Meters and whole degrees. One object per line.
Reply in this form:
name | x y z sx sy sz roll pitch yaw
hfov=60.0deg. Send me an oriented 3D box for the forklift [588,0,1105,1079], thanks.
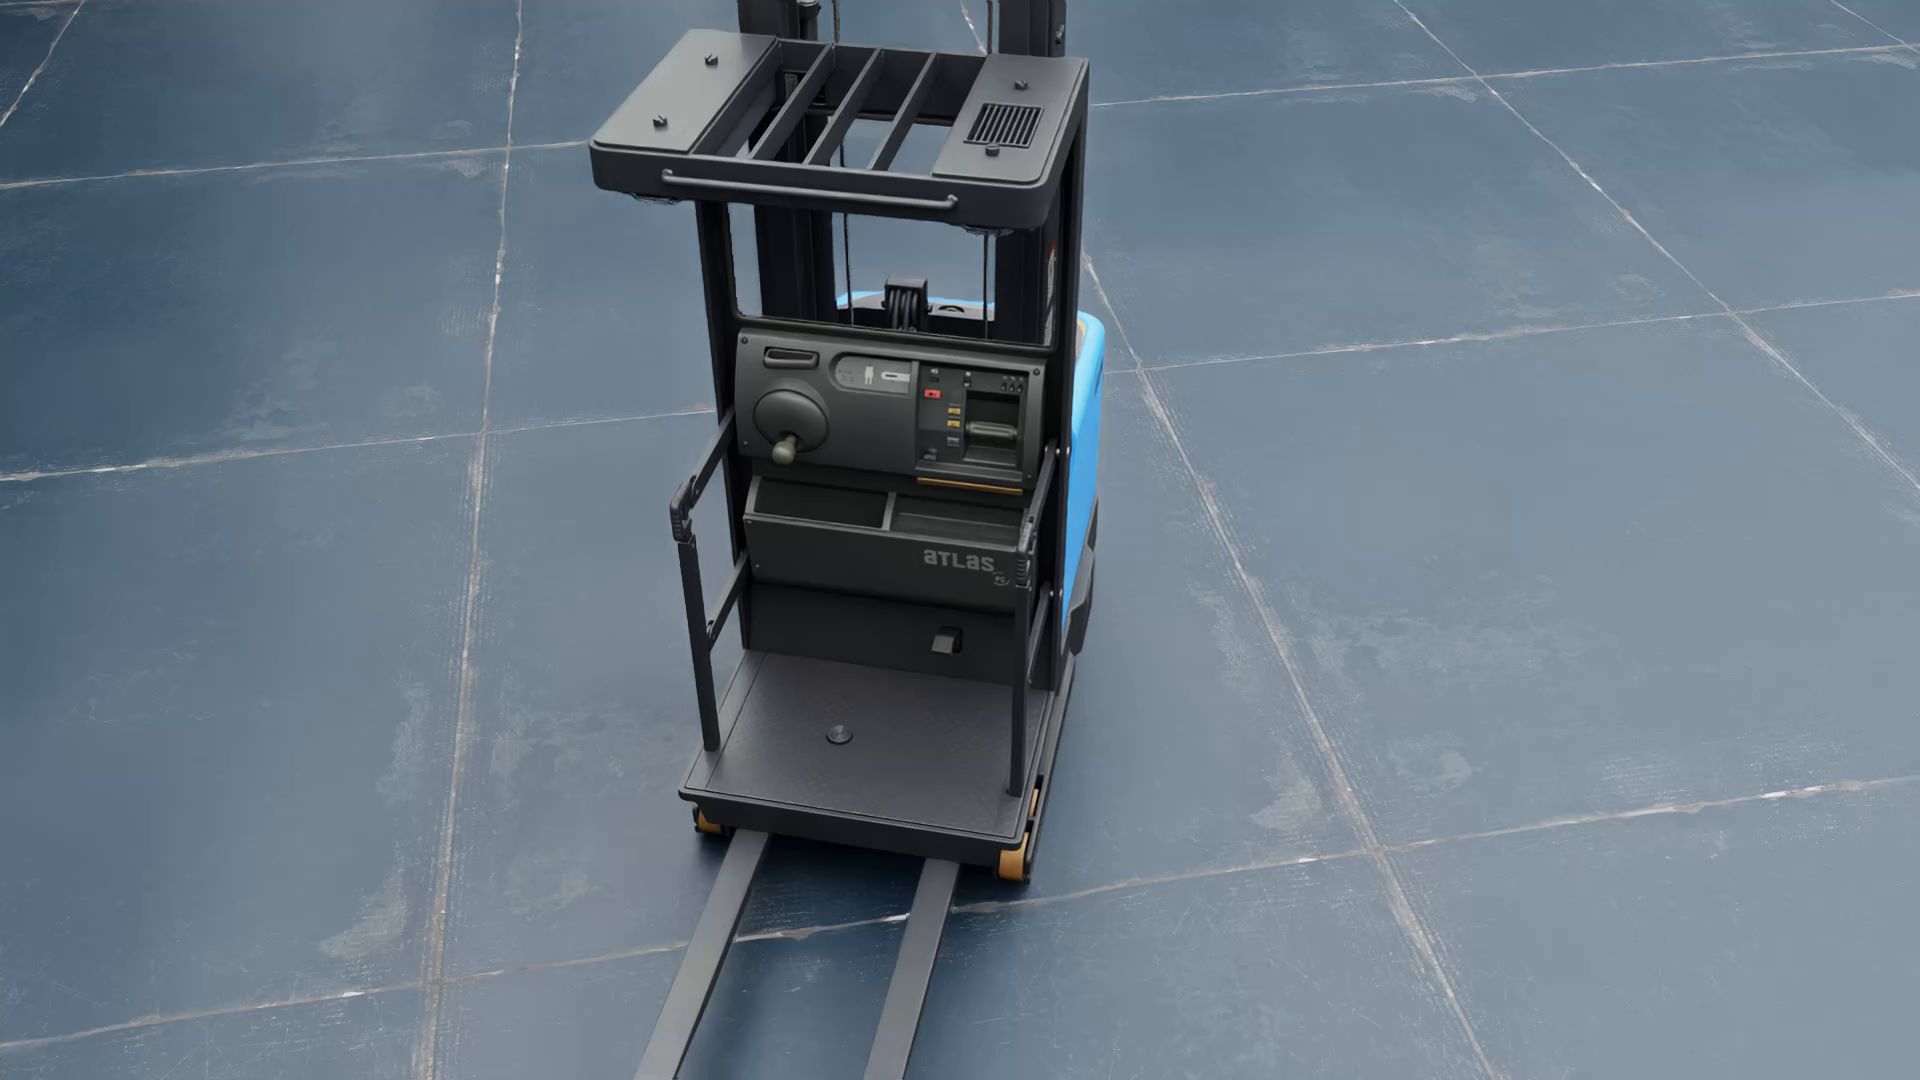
forklift | -0.255 -0.315 4.766 1.130 2.935 3.031 7 38 9
